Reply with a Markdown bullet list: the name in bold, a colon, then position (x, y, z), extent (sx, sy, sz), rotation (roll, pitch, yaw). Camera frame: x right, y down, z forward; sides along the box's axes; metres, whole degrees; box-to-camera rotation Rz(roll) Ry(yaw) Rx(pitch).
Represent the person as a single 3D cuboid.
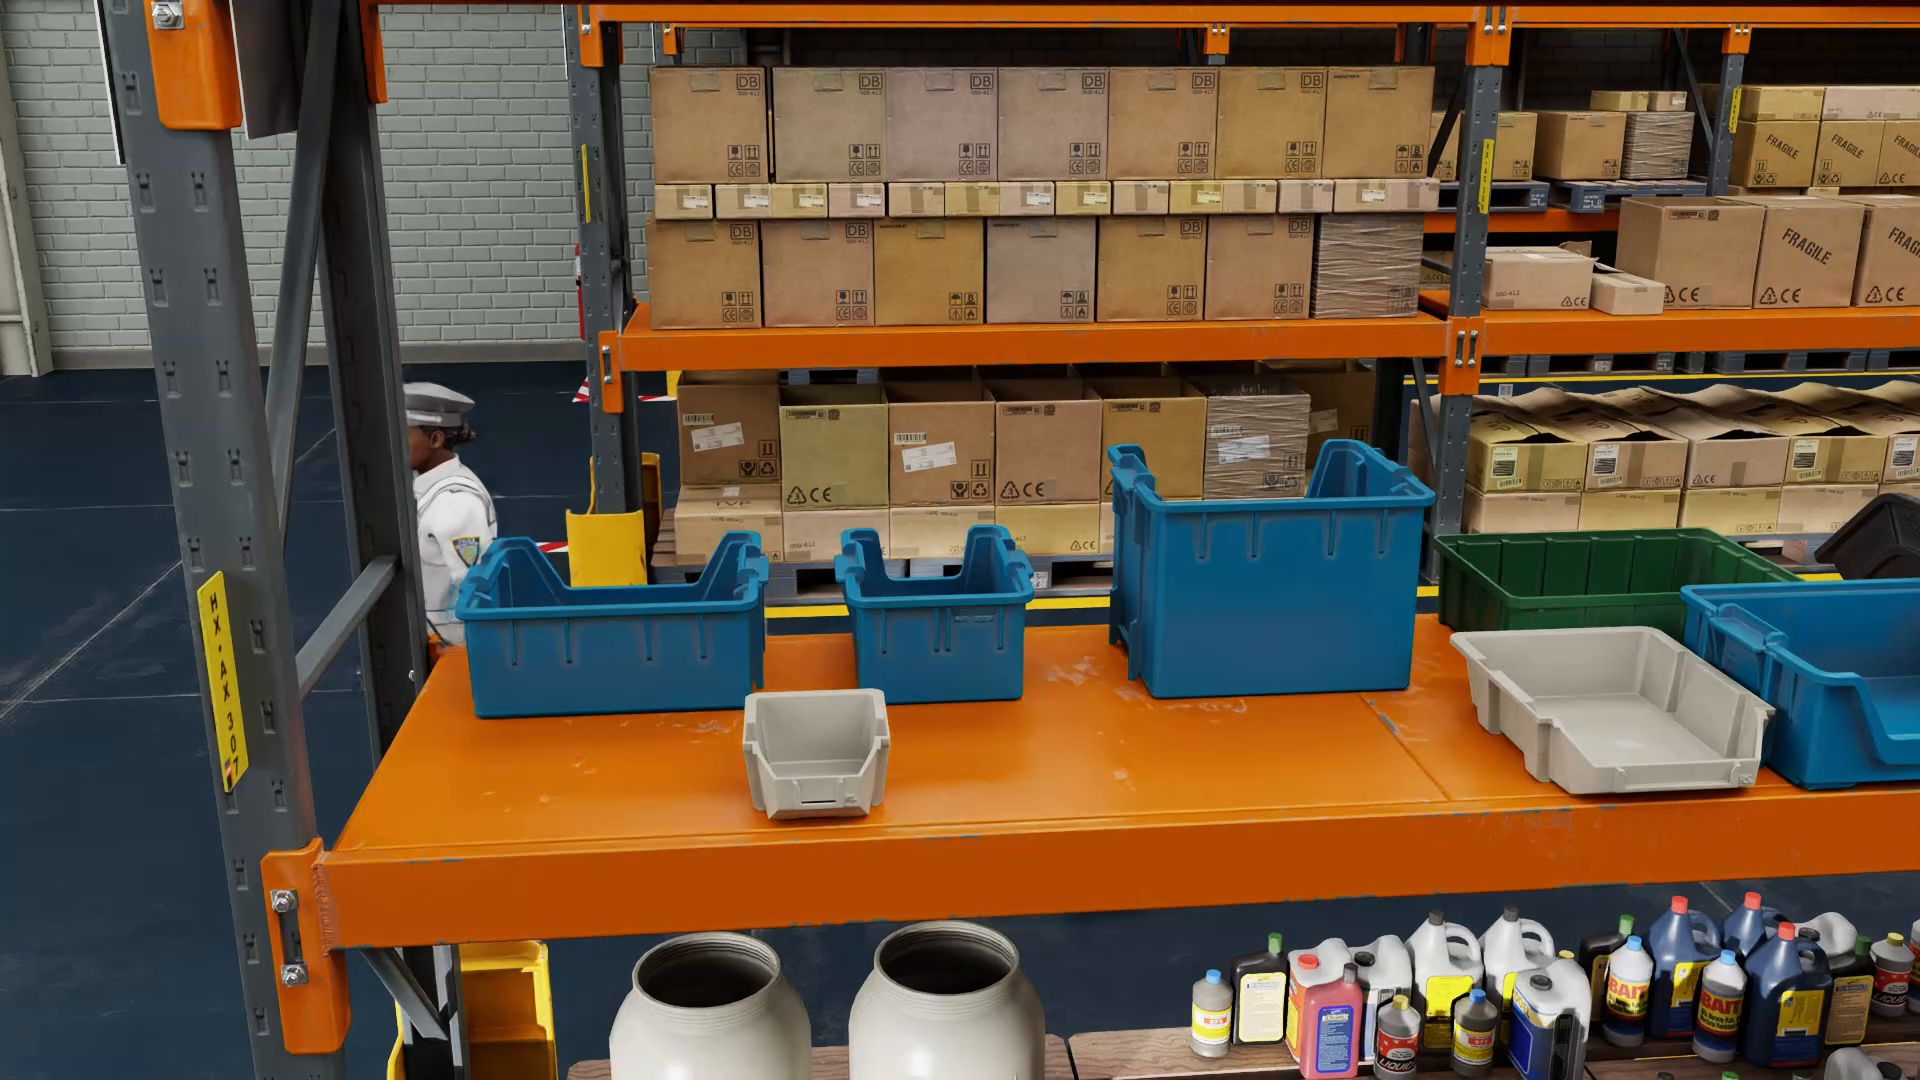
- **person**: position (-1.490, 0.394, 4.780), extent (0.596, 1.752, 0.463), rotation (-7, 18, -22)
